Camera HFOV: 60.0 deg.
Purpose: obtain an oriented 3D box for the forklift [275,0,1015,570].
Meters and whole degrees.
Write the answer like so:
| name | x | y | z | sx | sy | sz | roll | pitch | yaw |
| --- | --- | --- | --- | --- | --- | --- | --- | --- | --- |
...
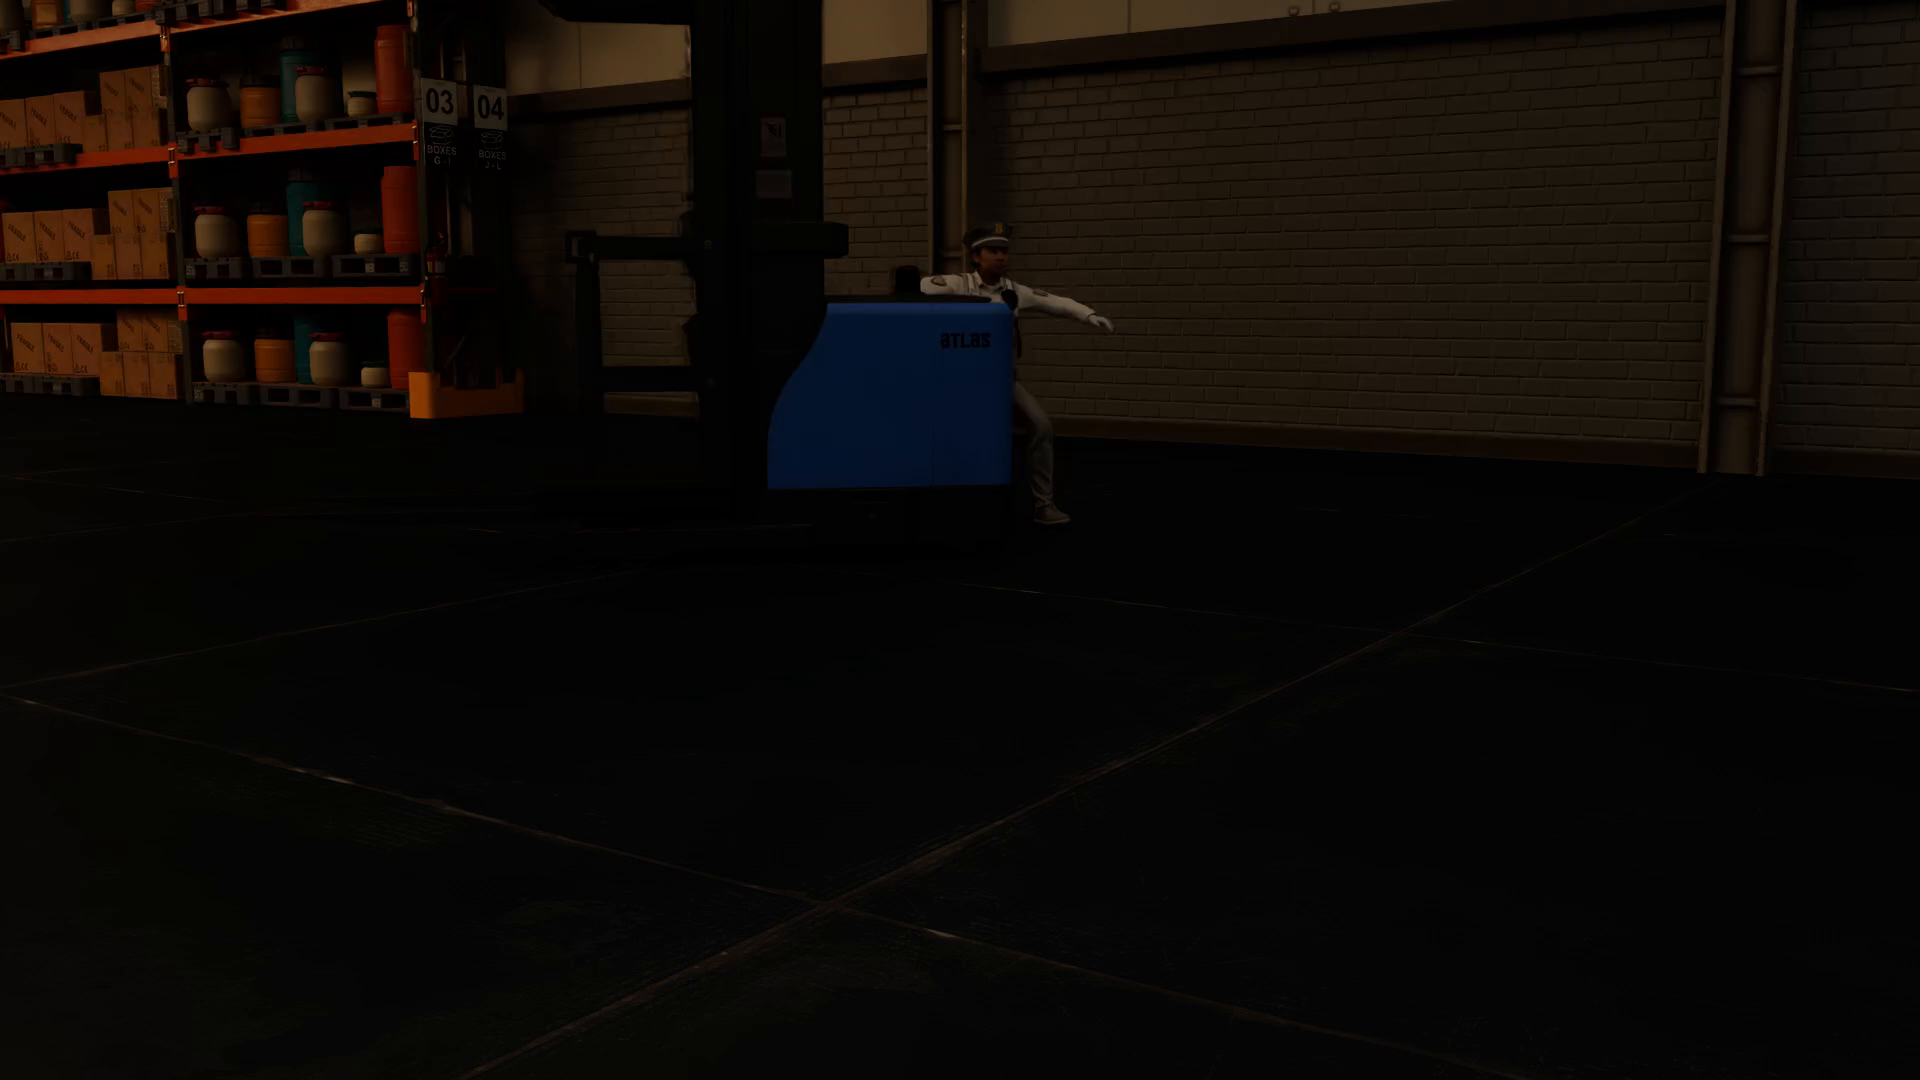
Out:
| name | x | y | z | sx | sy | sz | roll | pitch | yaw |
| --- | --- | --- | --- | --- | --- | --- | --- | --- | --- |
| forklift | -1.329 | -1.411 | 7.114 | 3.031 | 2.935 | 1.130 | -1 | 8 | -10 |

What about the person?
| name | x | y | z | sx | sy | sz | roll | pitch | yaw |
| --- | --- | --- | --- | --- | --- | --- | --- | --- | --- |
| person | 0.207 | -0.813 | 8.082 | 1.009 | 1.464 | 0.786 | -5 | 9 | -30 |
